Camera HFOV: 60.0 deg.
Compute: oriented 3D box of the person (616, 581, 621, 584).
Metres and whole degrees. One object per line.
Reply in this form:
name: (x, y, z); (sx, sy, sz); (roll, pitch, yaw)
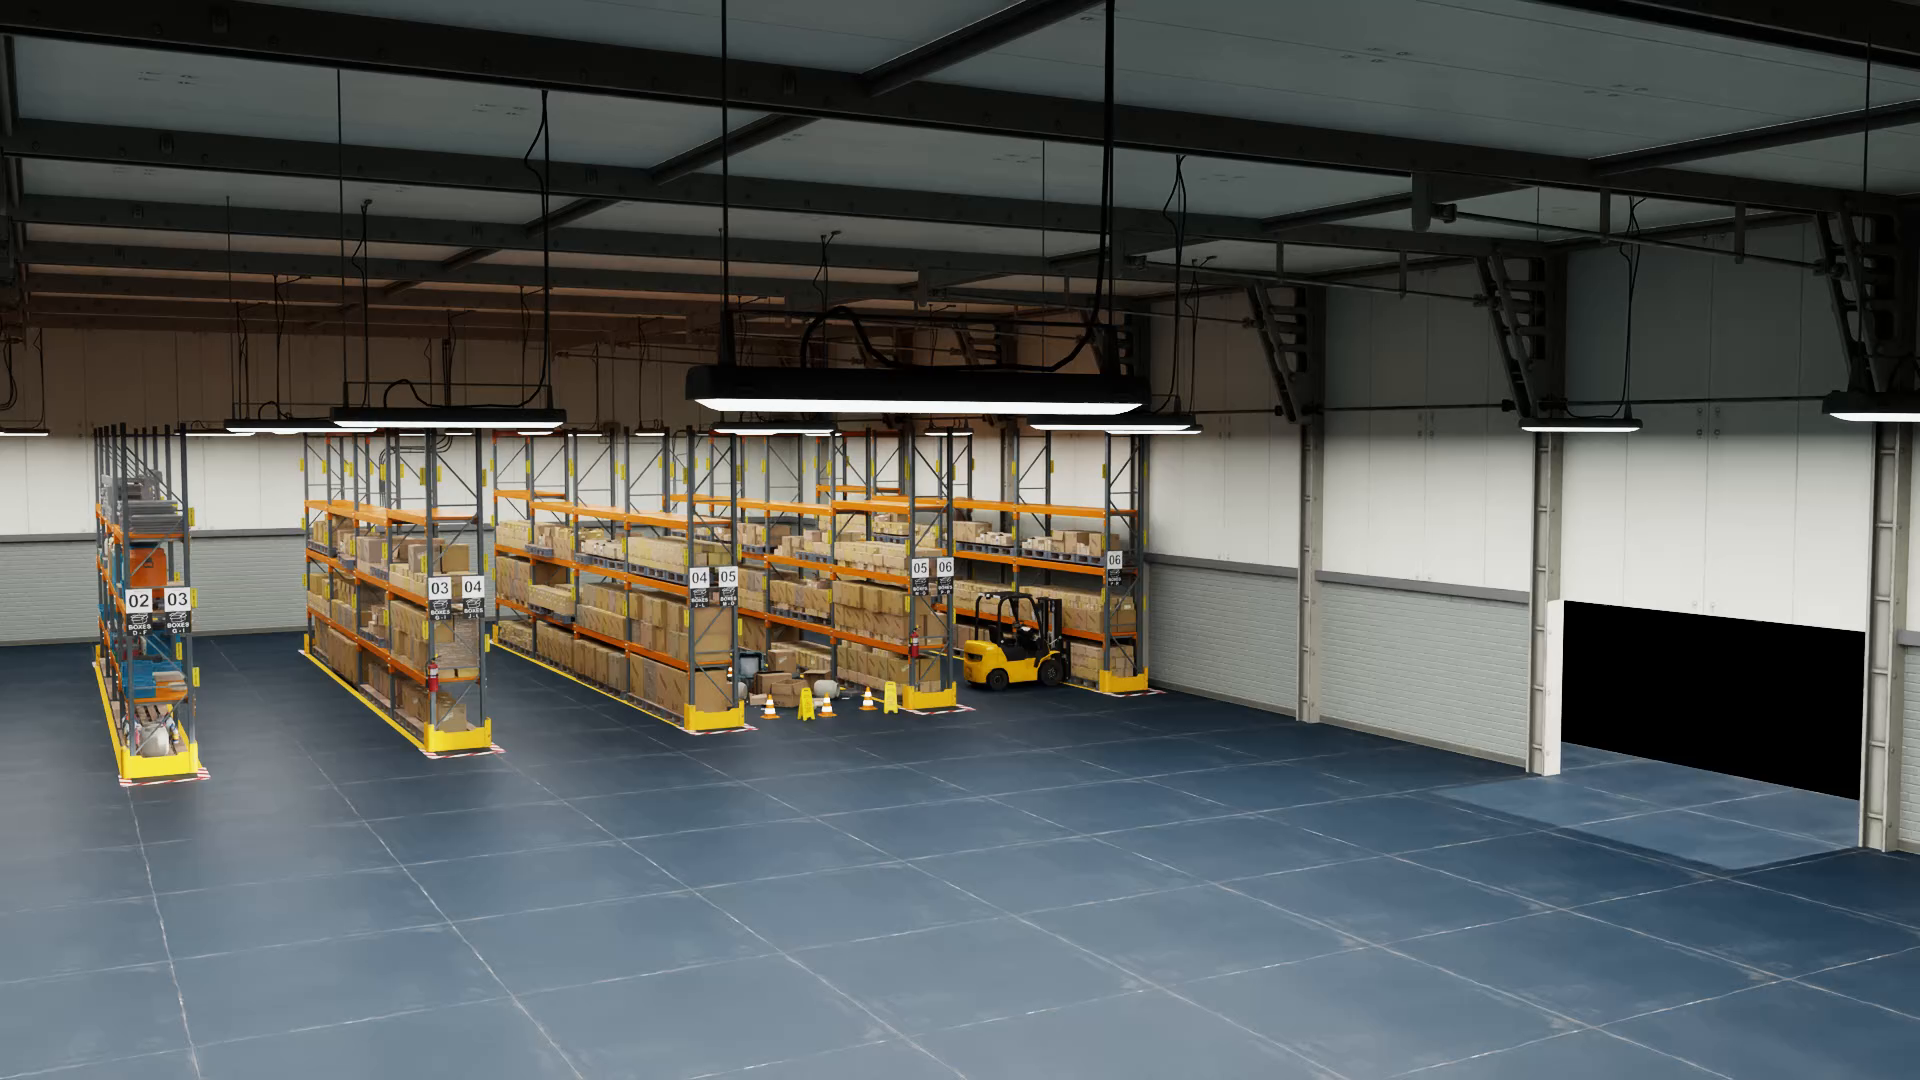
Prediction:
person: (-9.861, 2.042, 47.548); (0.544, 1.732, 0.370); (2, 4, 26)
